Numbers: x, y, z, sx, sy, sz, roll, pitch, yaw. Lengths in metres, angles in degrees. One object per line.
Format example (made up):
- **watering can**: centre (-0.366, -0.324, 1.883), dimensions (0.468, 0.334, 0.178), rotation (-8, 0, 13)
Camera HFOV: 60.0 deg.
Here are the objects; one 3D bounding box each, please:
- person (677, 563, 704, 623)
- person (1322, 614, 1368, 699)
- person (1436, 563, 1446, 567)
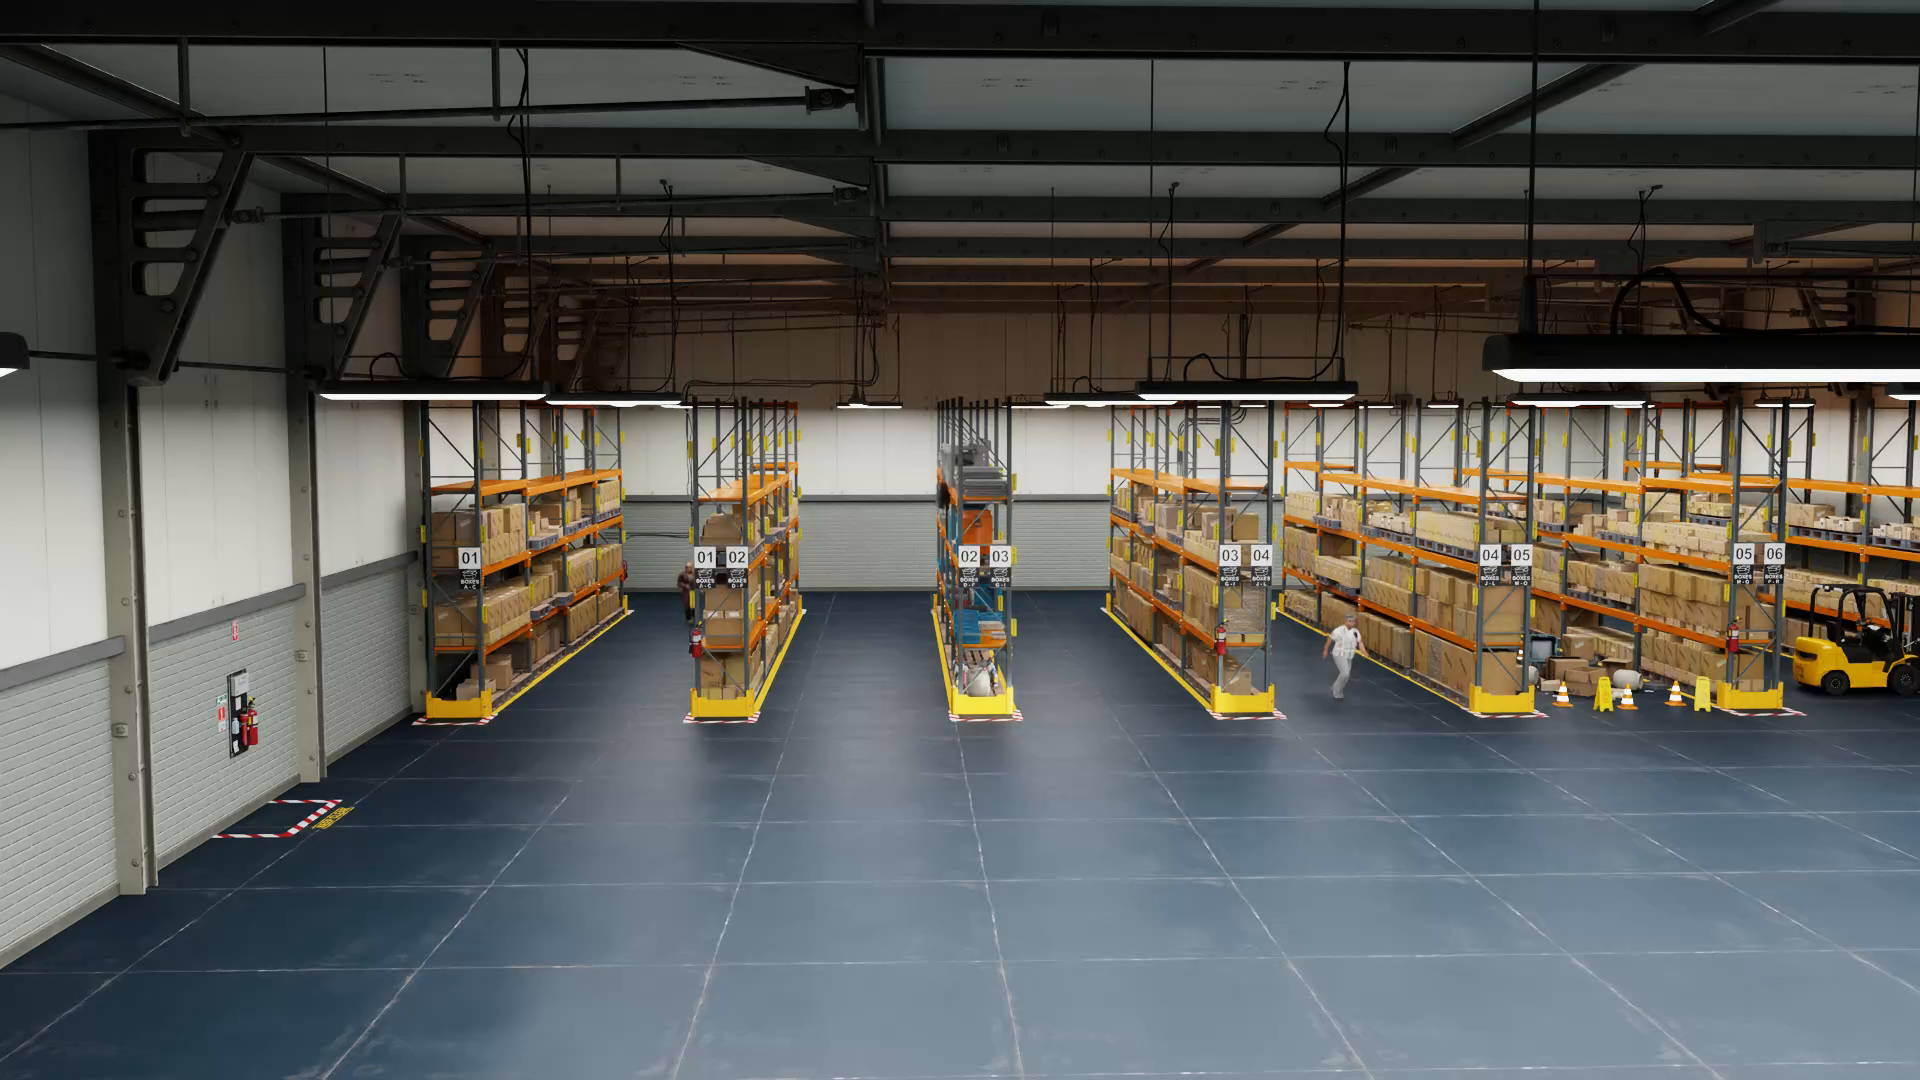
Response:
- **person**: centre (-7.242, 1.435, 44.680), dimensions (0.712, 1.670, 0.930), rotation (-1, 5, -13)
- **person**: centre (7.679, 2.311, 32.981), dimensions (0.629, 1.706, 0.837), rotation (-3, 5, -30)
- **person**: centre (12.842, 1.474, 43.892), dimensions (0.684, 1.731, 0.787), rotation (-2, 5, -27)
